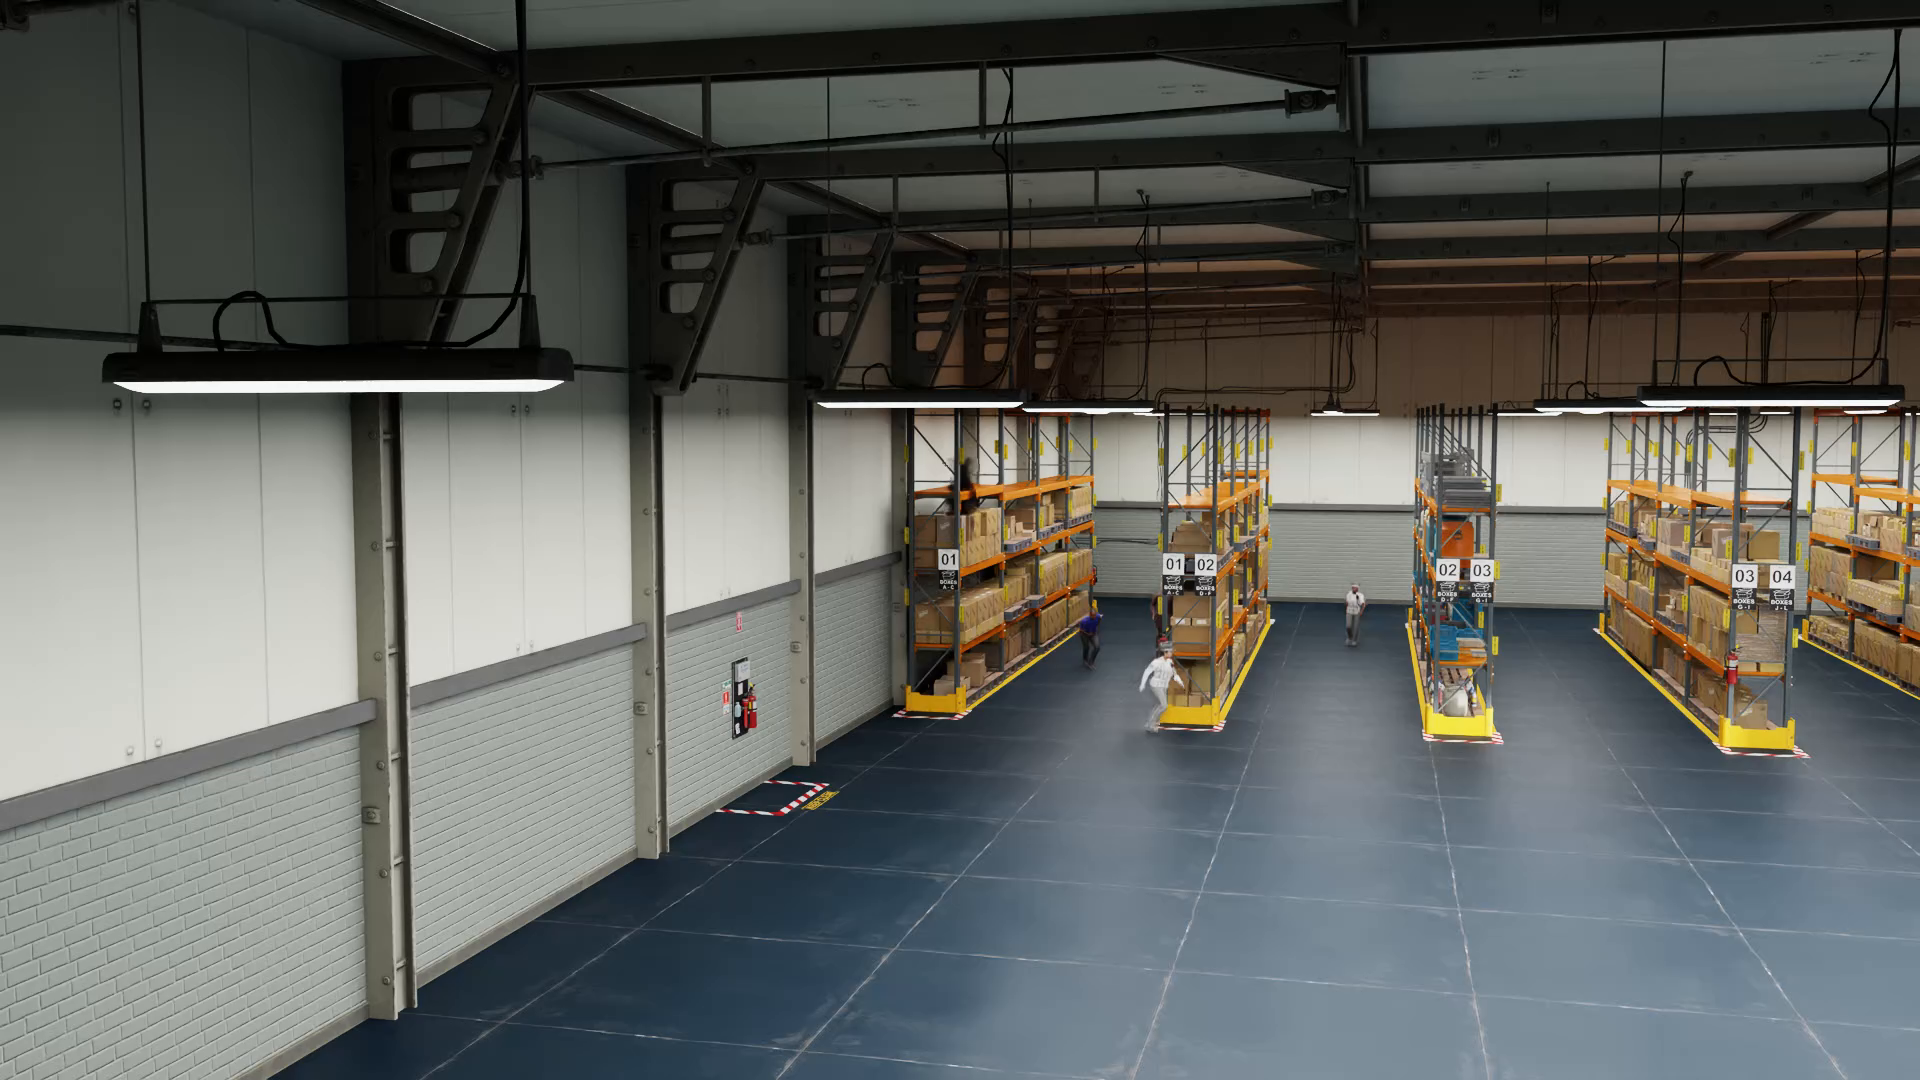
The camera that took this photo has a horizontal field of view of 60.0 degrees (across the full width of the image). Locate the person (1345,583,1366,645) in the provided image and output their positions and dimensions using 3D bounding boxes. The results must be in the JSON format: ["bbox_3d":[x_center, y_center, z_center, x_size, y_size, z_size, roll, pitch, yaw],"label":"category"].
[{"bbox_3d":[9.923,1.861,41.812,0.558,1.621,0.774,1,4,19],"label":"person"}]

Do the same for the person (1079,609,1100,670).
[{"bbox_3d":[2.938,2.249,38.245,0.568,1.448,1.095,-1,4,-14],"label":"person"}]

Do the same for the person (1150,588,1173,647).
[{"bbox_3d":[5.001,1.922,40.601,0.728,1.732,0.721,0,4,3],"label":"person"}]

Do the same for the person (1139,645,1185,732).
[{"bbox_3d":[3.707,2.700,30.260,0.593,1.619,0.735,-4,6,-45],"label":"person"}]
